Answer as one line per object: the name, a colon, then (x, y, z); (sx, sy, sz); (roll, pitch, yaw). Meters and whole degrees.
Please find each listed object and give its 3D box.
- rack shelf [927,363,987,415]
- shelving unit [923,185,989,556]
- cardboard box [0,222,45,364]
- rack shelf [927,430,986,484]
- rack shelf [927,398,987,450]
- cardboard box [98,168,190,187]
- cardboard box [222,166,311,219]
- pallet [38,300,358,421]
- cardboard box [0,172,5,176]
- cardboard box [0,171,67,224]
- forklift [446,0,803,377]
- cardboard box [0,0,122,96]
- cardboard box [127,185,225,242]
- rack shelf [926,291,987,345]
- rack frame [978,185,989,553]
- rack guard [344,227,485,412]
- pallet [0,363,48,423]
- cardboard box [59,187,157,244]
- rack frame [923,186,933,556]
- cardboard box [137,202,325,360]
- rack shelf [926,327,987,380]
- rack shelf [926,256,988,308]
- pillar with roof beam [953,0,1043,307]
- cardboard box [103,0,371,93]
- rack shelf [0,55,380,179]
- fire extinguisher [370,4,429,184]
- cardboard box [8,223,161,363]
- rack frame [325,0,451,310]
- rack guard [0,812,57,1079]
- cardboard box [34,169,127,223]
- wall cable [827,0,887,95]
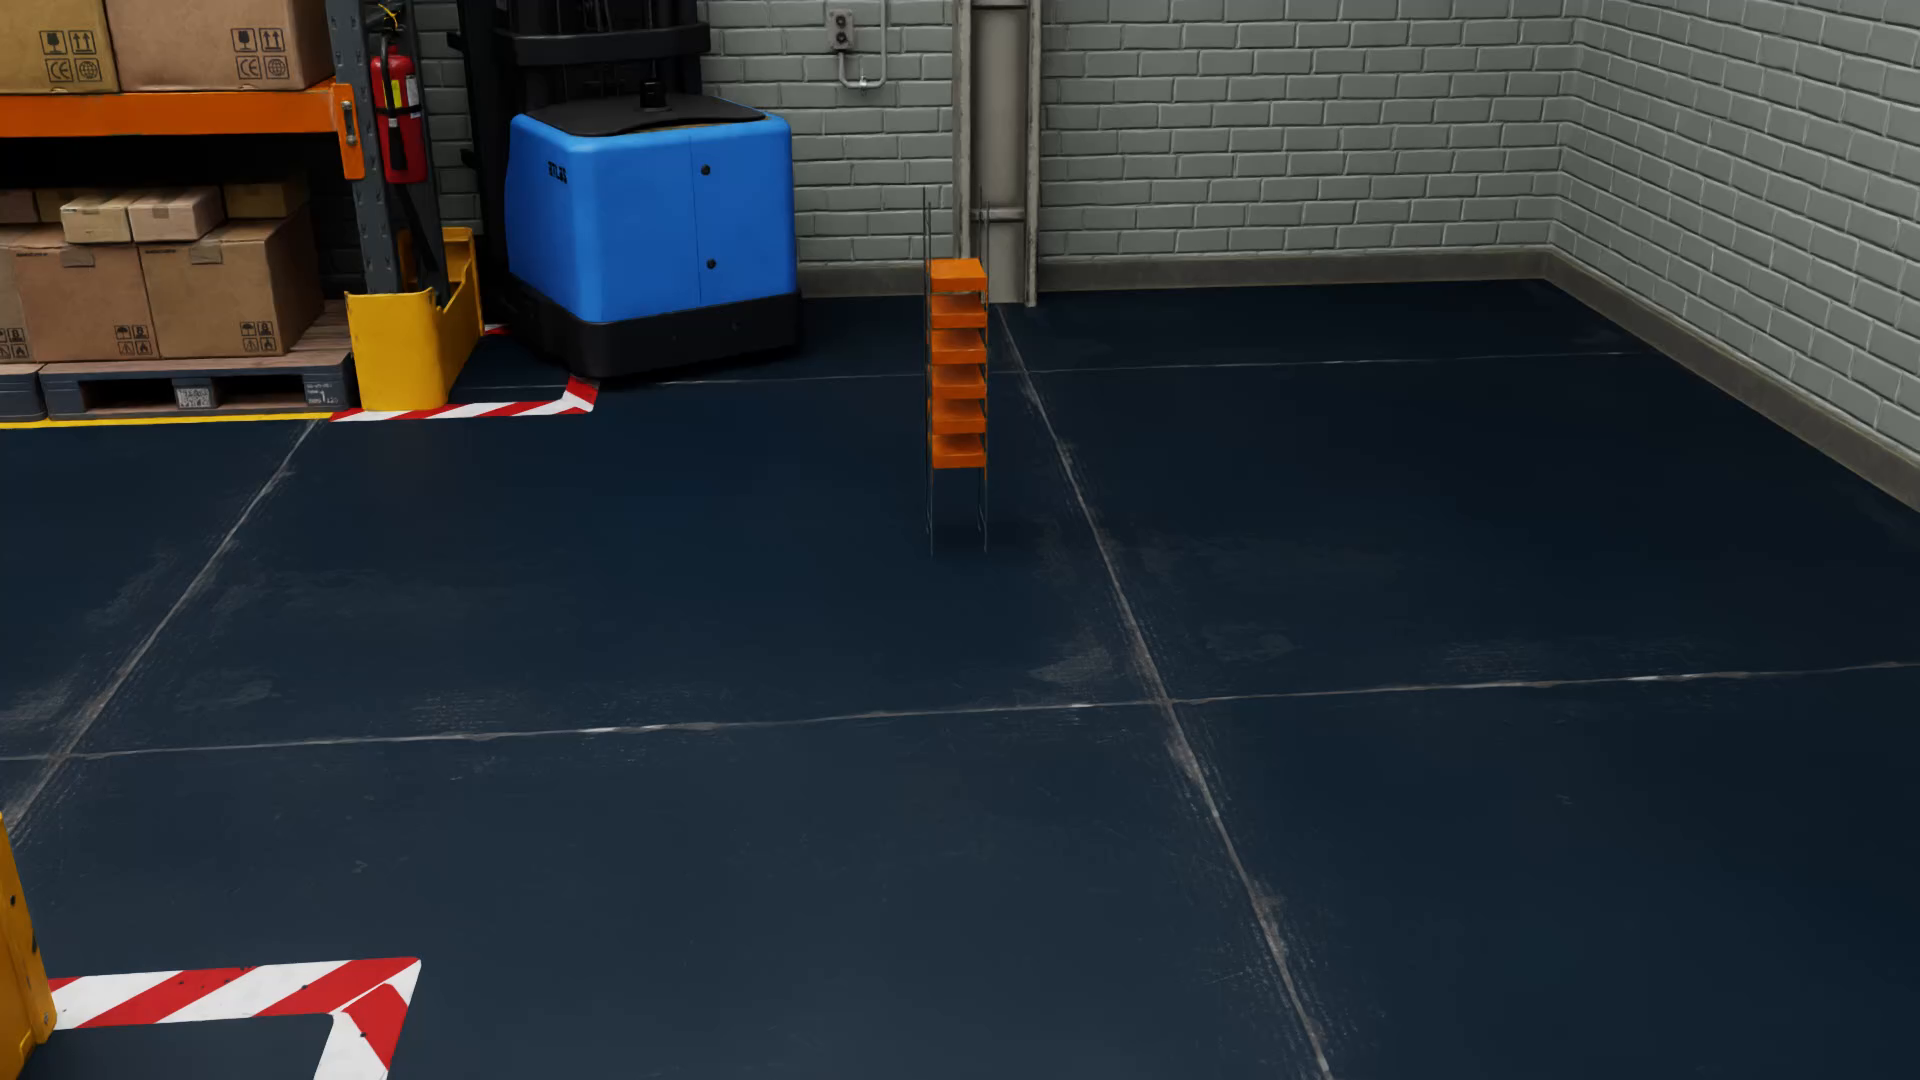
rack shelf: (-0.014, -0.507, 5.523); (0.180, 0.103, 0.258); (-2, 24, -5)
shelving unit: (-0.014, -0.548, 5.505); (0.189, 1.200, 0.258); (-2, 24, -5)
cardboard box: (-4.109, -1.088, 7.065); (0.500, 0.500, 0.700); (-3, 24, -7)
rack shelf: (-0.014, -0.288, 5.621); (0.180, 0.103, 0.258); (-2, 24, -5)
rack shelf: (-0.014, -0.397, 5.572); (0.180, 0.103, 0.258); (-2, 24, -5)
cardboard box: (-3.510, -1.490, 7.170); (0.250, 0.149, 0.380); (-2, 24, -5)
cardboard box: (-3.006, -1.510, 7.217); (0.250, 0.149, 0.380); (-2, 24, -5)
pallet: (-3.212, -0.809, 7.310); (1.213, 0.211, 1.003); (-2, 24, -5)
cardboard box: (-4.268, -1.459, 7.101); (0.250, 0.149, 0.380); (-2, 24, -5)
cardboard box: (-4.012, -1.469, 7.125); (0.250, 0.149, 0.380); (-2, 24, -4)
forklift: (-1.929, -2.588, 7.965); (1.130, 2.935, 3.031); (-14, 28, -29)
cardboard box: (-3.654, -2.226, 6.695); (0.700, 0.700, 0.980); (-2, 24, -6)
cardboard box: (-3.221, -1.346, 6.846); (0.250, 0.149, 0.380); (-3, 24, -6)
rack shelf: (-0.014, -0.726, 5.426); (0.180, 0.103, 0.258); (-2, 24, -5)
rack frame: (0.077, -0.551, 5.513); (0.006, 1.200, 0.240); (-2, 24, -5)
rack guard: (-2.400, -1.005, 7.397); (0.348, 0.500, 1.175); (-2, 24, -5)
pallet: (-4.424, -0.762, 7.203); (1.213, 0.211, 1.003); (-2, 24, -5)
cardboard box: (-3.475, -1.335, 6.823); (0.250, 0.149, 0.380); (-2, 24, -4)
rack frame: (-0.105, -0.544, 5.497); (0.006, 1.200, 0.240); (-2, 24, -5)
cardboard box: (-3.111, -1.128, 7.155); (0.500, 0.500, 0.700); (-2, 24, -5)
rack shelf: (-0.014, -0.617, 5.474); (0.180, 0.103, 0.258); (-2, 24, -5)
rack shelf: (-0.014, -0.836, 5.377); (0.180, 0.103, 0.258); (-2, 24, -5)
pillar with roof beam: (0.601, -3.605, 2.782); (0.400, 9.000, 9.100); (-2, 24, -5)
cardboard box: (-2.931, -2.259, 6.771); (0.700, 0.700, 0.980); (-1, 24, -3)
rack shelf: (-4.415, -1.738, 6.853); (4.000, 0.370, 1.077); (-2, 24, -5)
fire extinguisher: (-2.229, -1.760, 6.572); (0.183, 0.674, 0.296); (-2, 24, -5)
cardboard box: (-3.609, -1.108, 7.110); (0.500, 0.500, 0.700); (-2, 24, -5)
rack frame: (-2.424, -2.147, 6.887); (0.127, 3.000, 1.000); (-2, 24, -5)
rack guard: (-2.009, 1.001, 2.883); (0.348, 0.500, 1.175); (-2, 24, -5)
cardboard box: (-3.759, -1.480, 7.148); (0.250, 0.149, 0.380); (-2, 24, -5)
wall cable: (-1.243, -3.044, 7.656); (1.851, 1.984, 0.084); (-2, 24, -5)
